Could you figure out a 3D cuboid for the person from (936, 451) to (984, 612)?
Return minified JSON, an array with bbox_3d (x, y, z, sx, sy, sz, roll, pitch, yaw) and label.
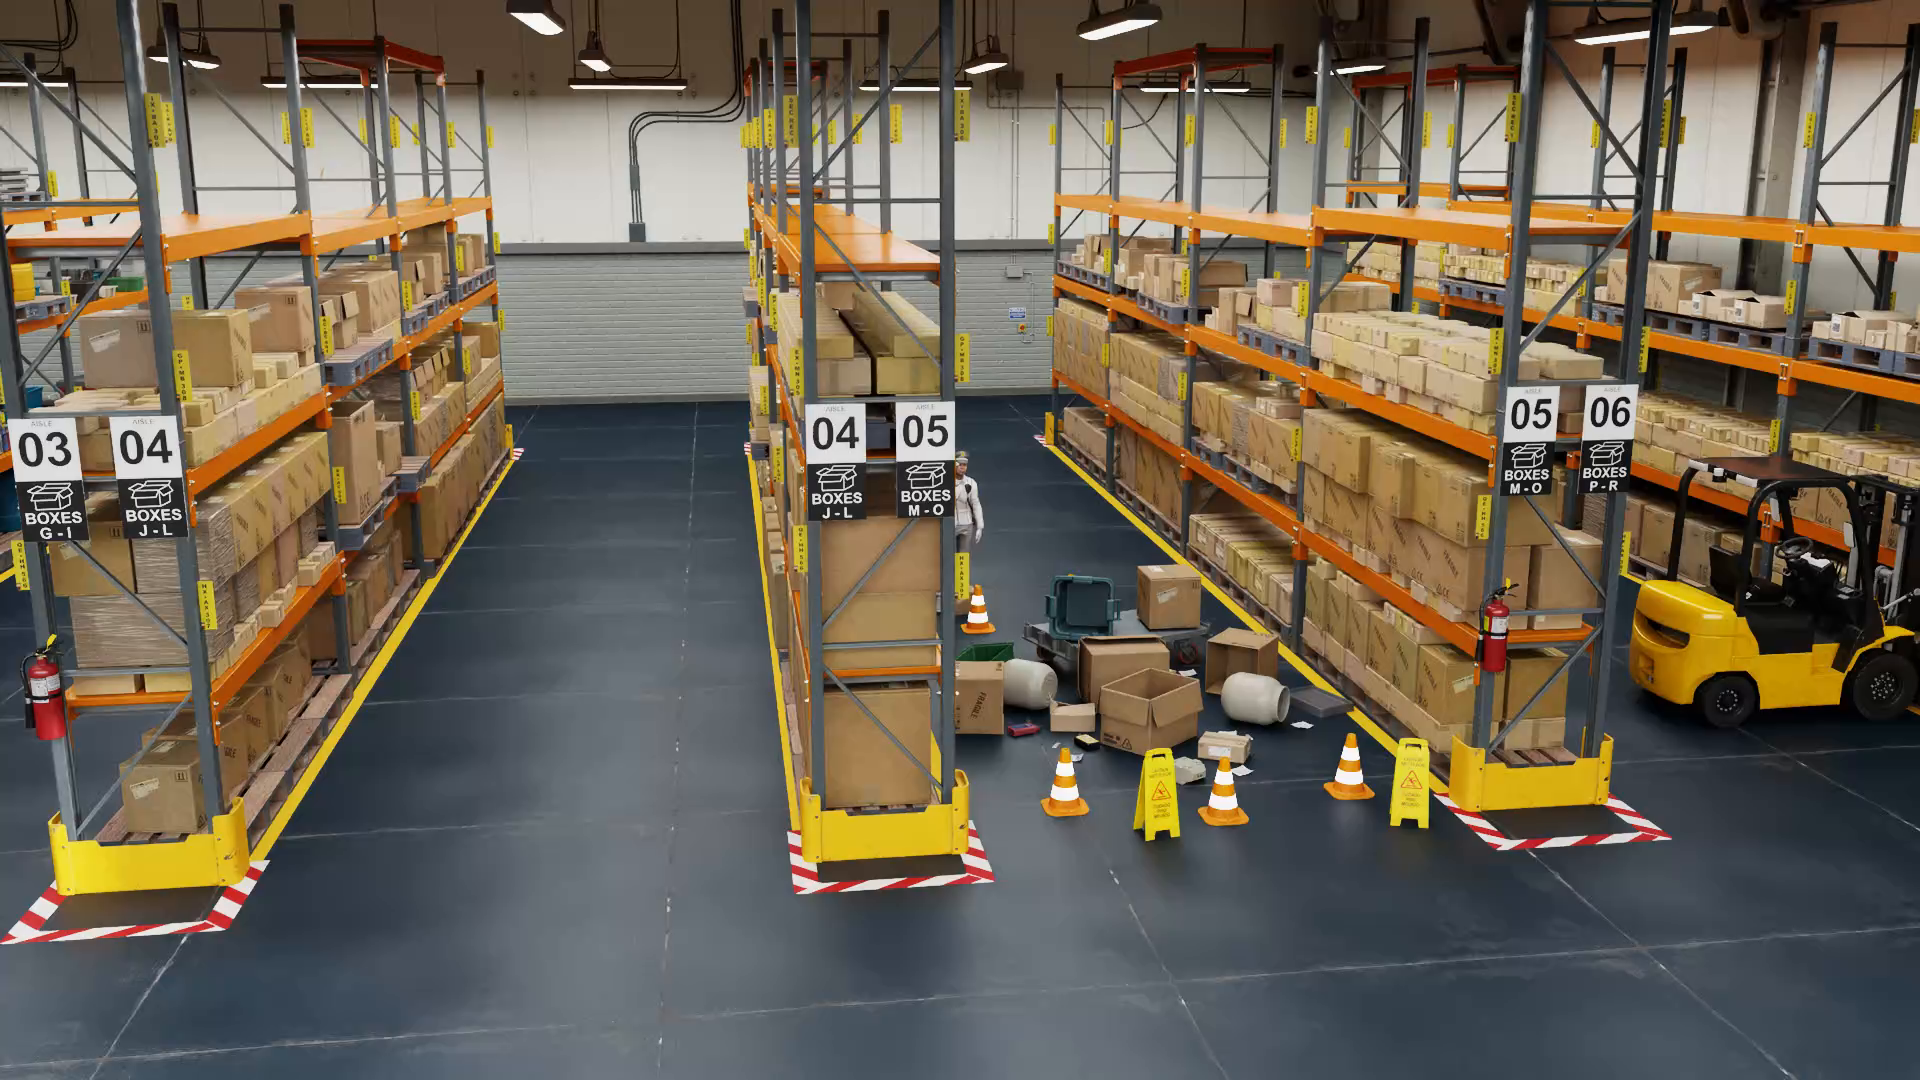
[{"bbox_3d":[-0.029,-0.108,17.836,0.586,1.694,0.530,-2,13,-8],"label":"person"}]
